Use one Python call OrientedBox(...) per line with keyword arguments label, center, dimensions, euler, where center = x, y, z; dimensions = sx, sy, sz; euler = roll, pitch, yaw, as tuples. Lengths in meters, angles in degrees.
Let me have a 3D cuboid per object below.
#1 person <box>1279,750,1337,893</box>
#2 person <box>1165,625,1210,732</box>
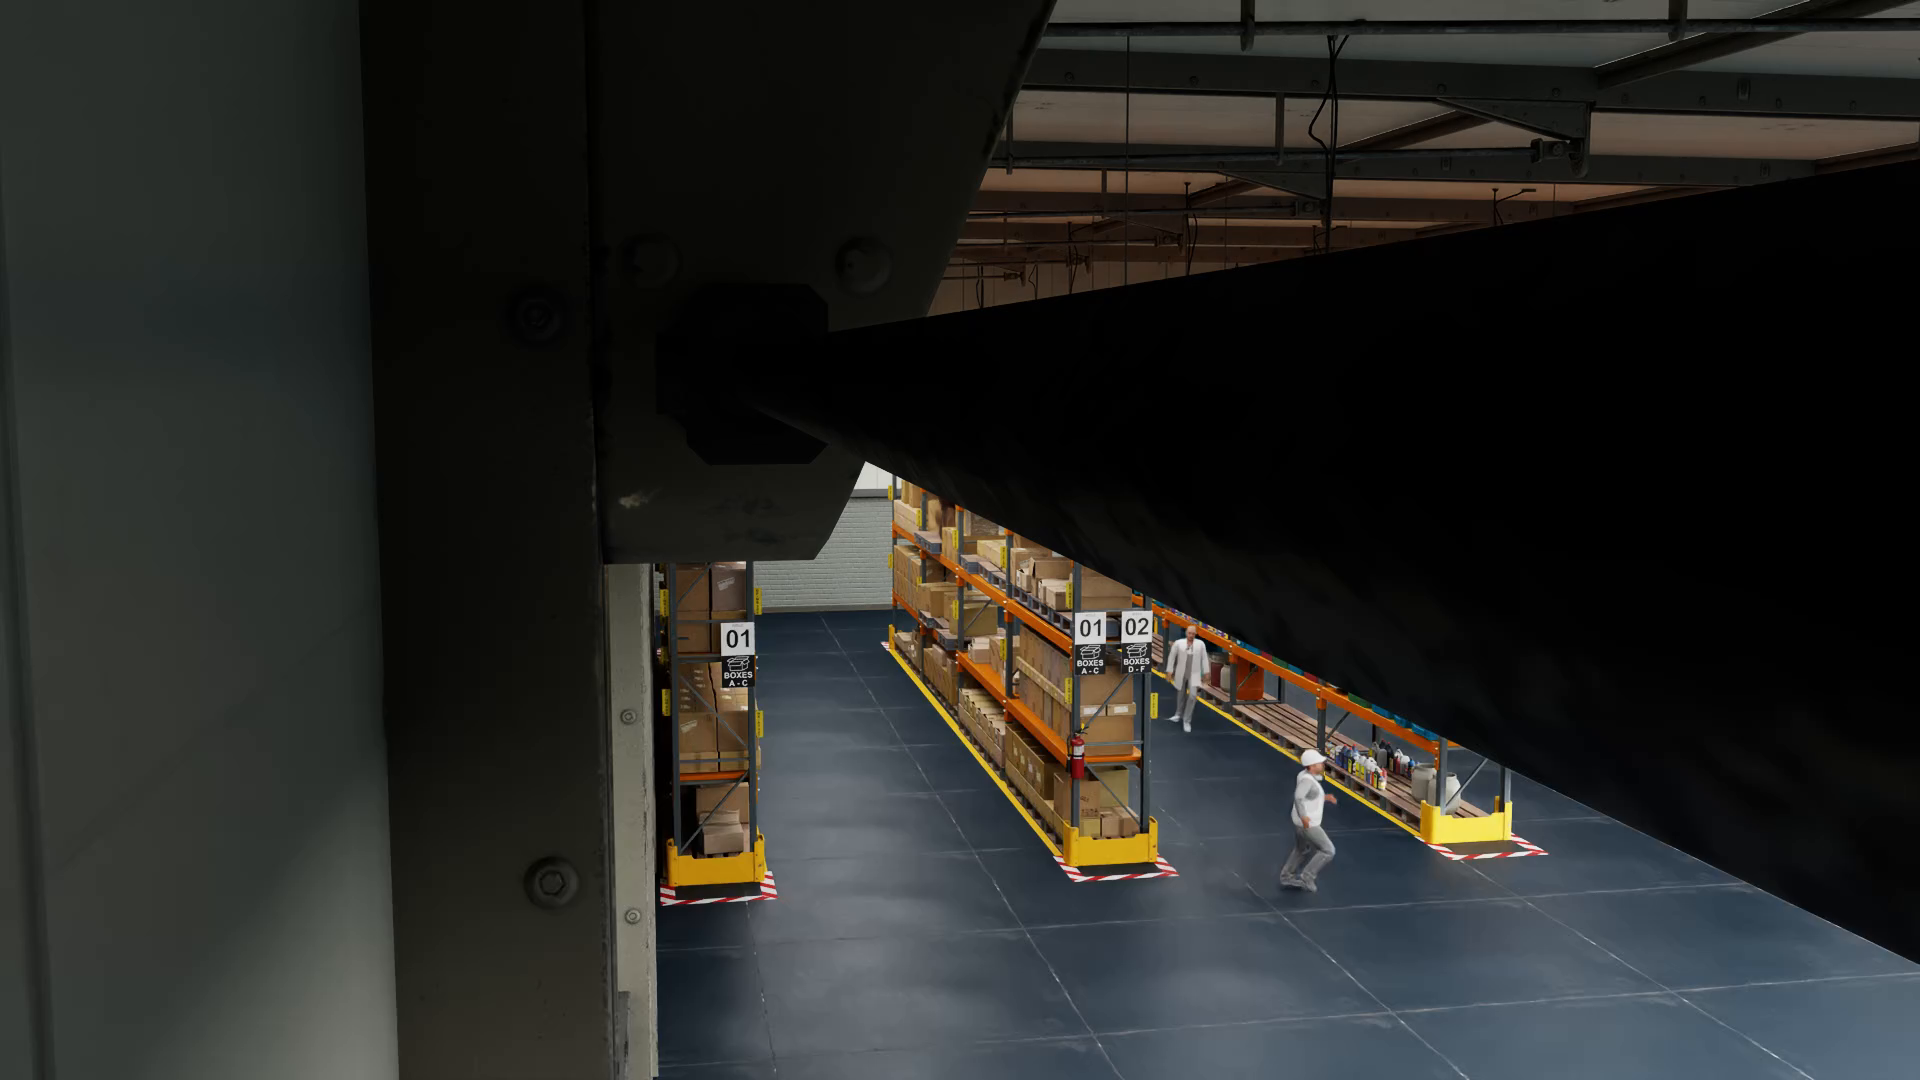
OrientedBox(label="person", center=(4.128, 3.344, 19.647), dimensions=(0.651, 1.769, 0.780), euler=(1, 6, 8))
OrientedBox(label="person", center=(3.920, 2.345, 28.611), dimensions=(0.749, 1.786, 0.867), euler=(1, 6, 10))
